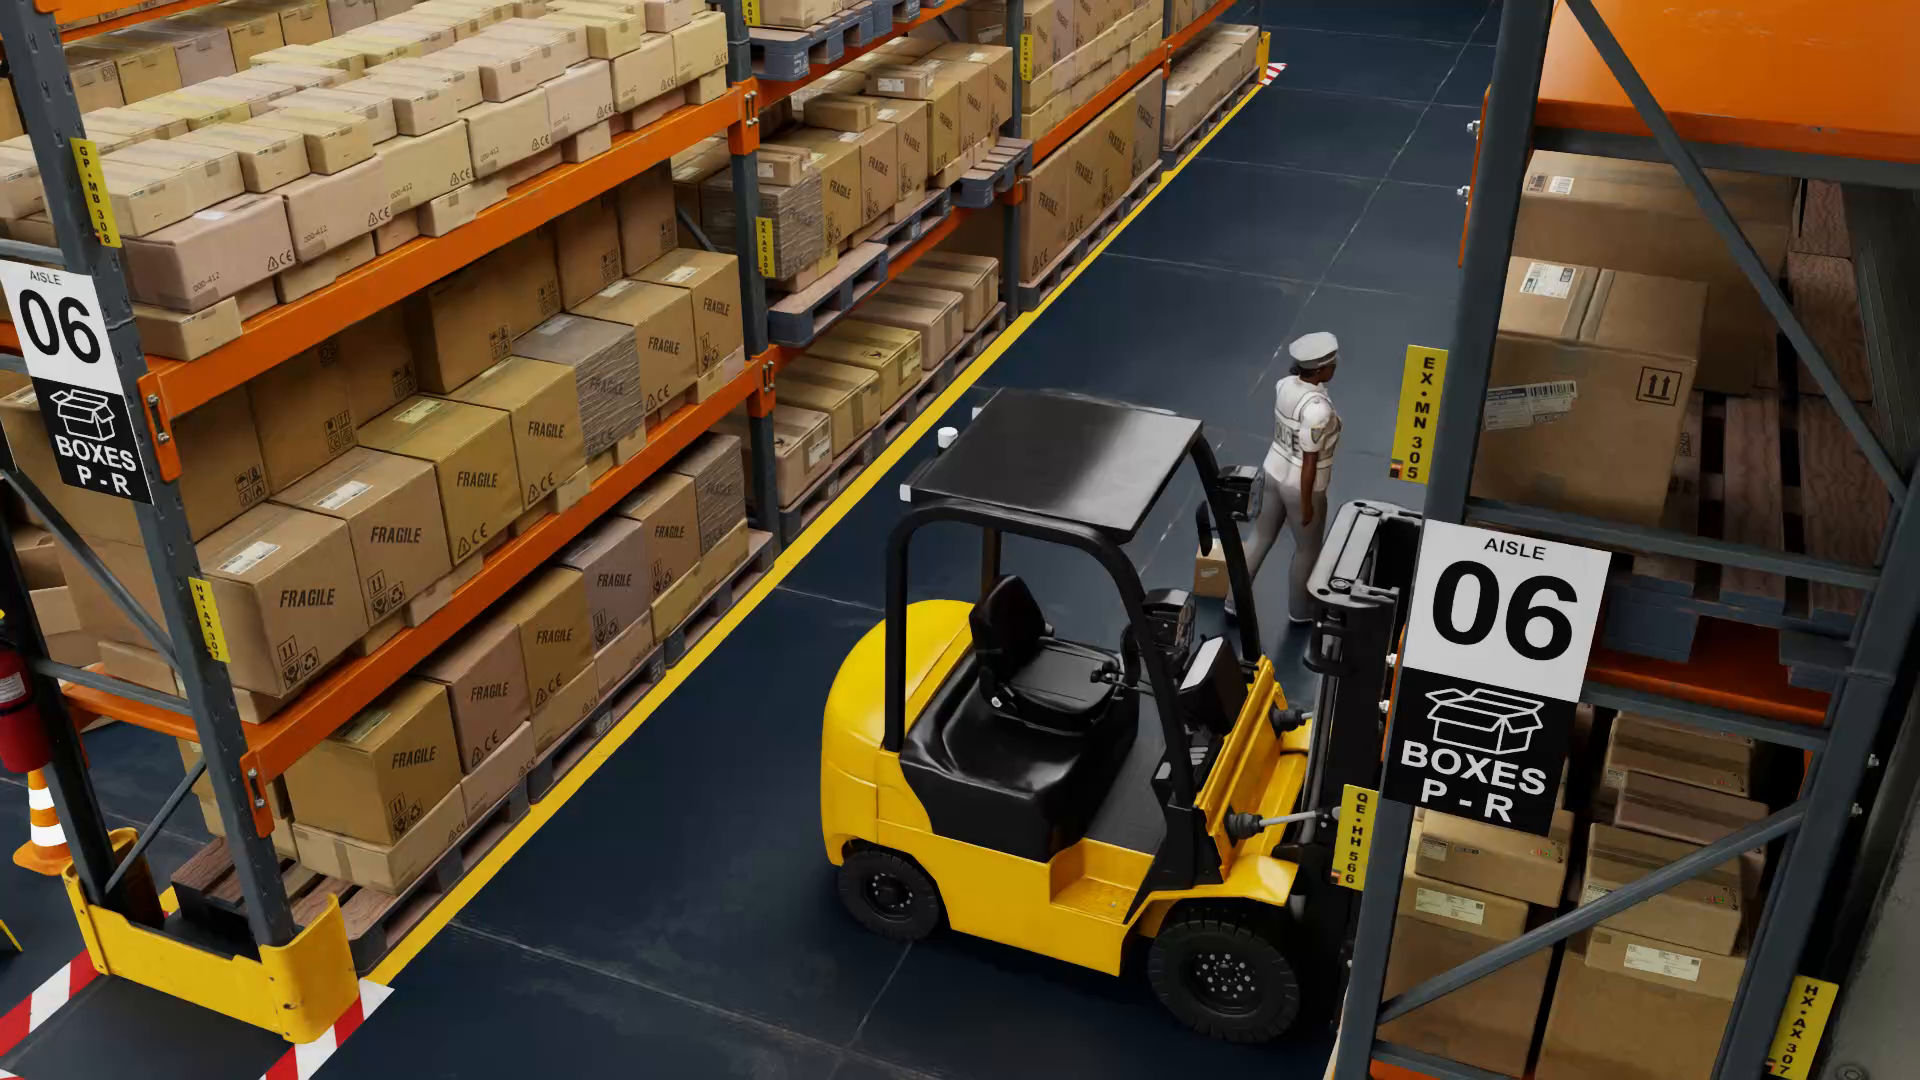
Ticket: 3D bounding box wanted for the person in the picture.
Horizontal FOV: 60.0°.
[{"bbox_3d":[1.777,-0.314,8.898,0.630,1.680,0.467,-12,32,-20],"label":"person"}]
